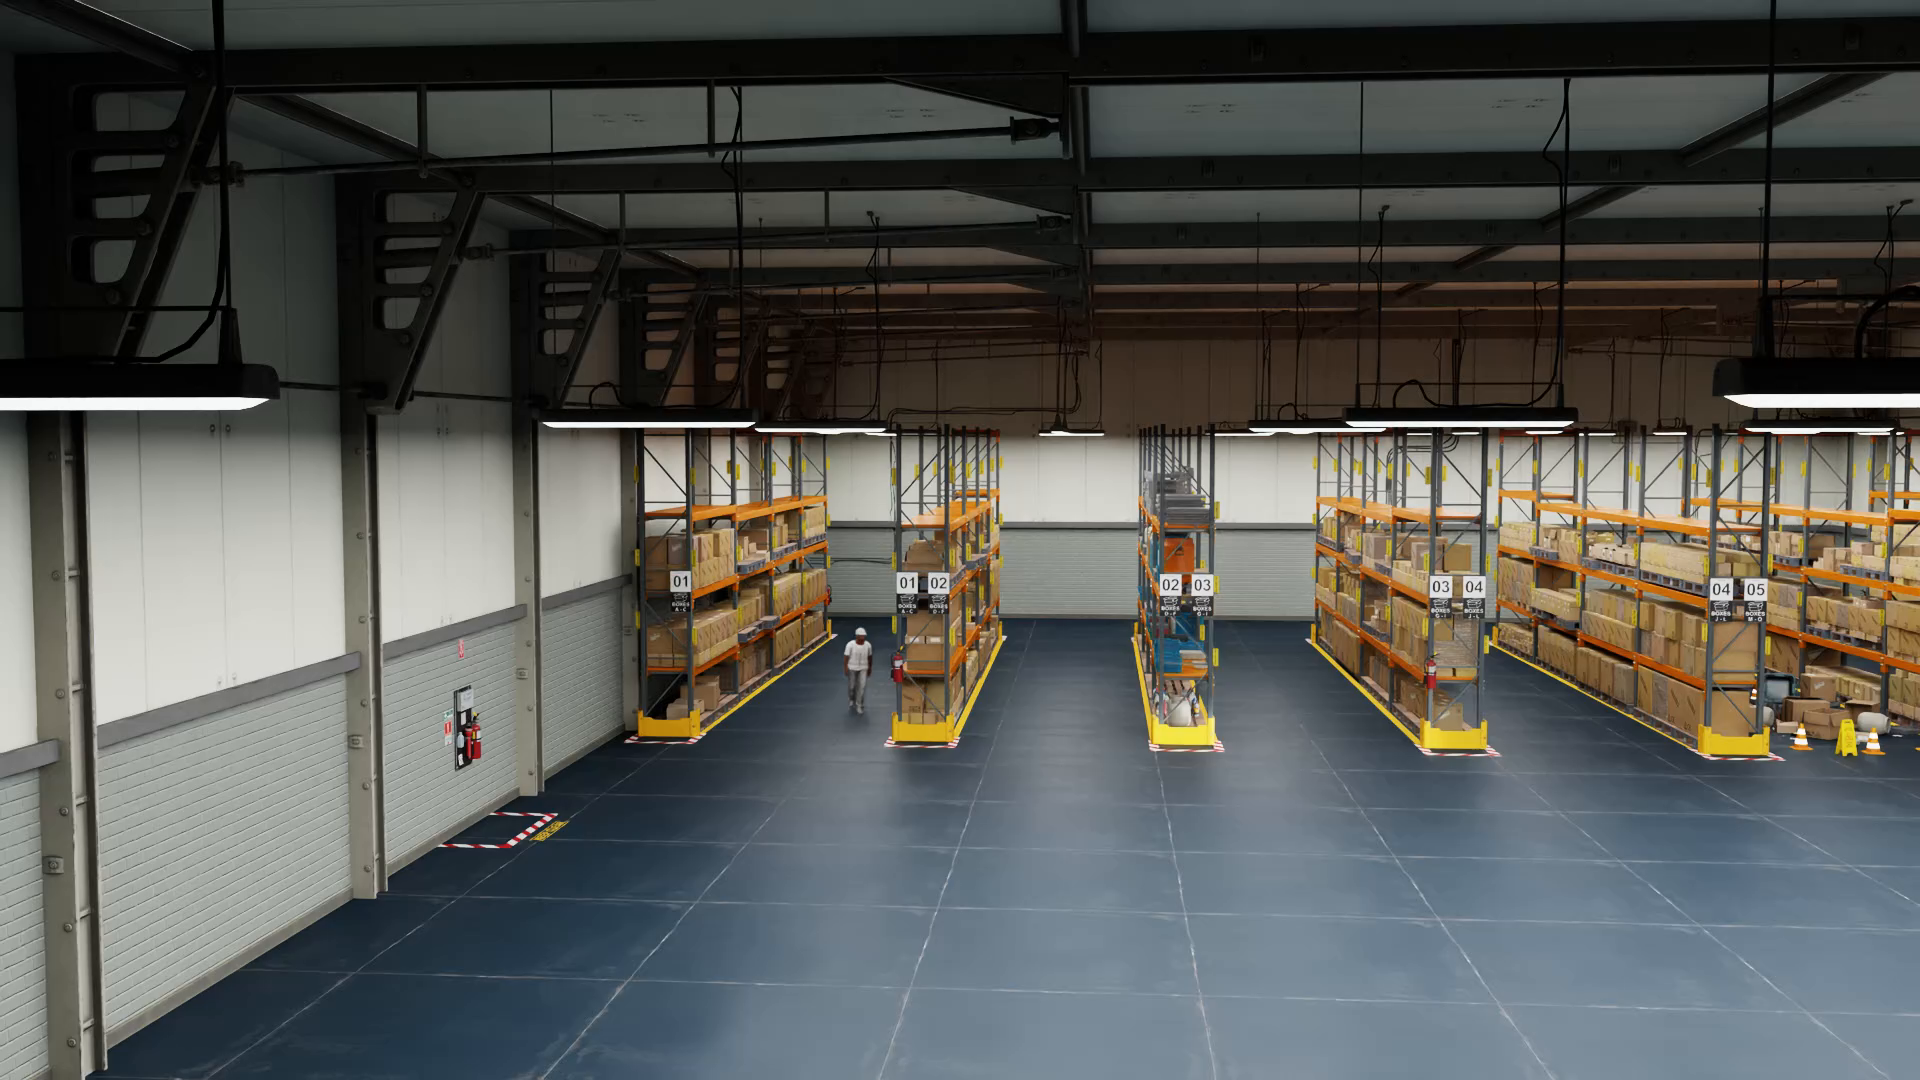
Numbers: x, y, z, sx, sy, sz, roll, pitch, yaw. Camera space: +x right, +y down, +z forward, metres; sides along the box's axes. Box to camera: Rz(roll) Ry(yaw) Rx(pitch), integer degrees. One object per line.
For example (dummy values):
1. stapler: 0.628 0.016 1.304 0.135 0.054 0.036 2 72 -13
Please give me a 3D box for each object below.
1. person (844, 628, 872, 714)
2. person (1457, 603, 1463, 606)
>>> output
1. person: -2.138 2.733 35.013 0.660 1.761 0.780 -1 4 -17
2. person: 14.767 1.900 48.487 0.640 1.741 1.043 2 4 26
